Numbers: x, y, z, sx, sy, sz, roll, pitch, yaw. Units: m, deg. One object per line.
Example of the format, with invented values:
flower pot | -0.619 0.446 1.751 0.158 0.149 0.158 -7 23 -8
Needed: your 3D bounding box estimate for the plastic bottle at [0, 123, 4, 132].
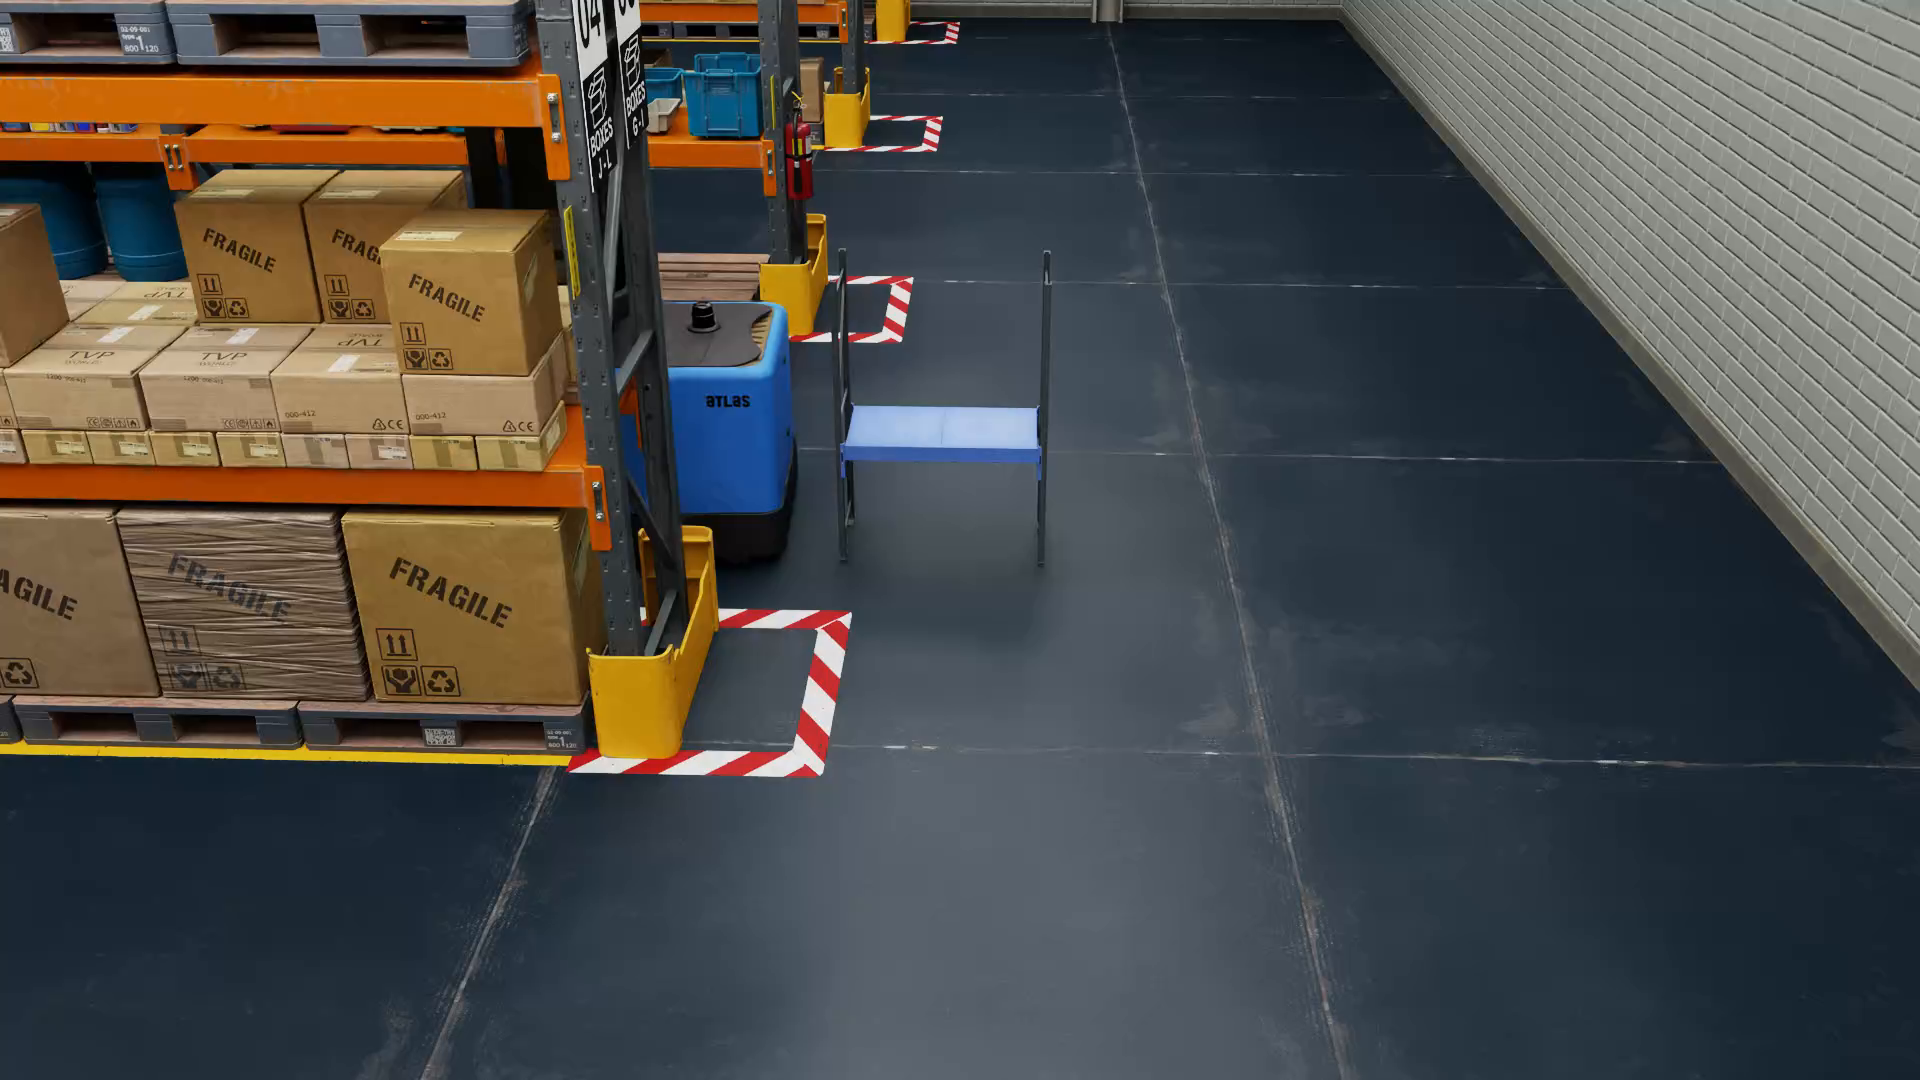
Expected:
plastic bottle | -6.466 -2.877 11.106 0.135 0.276 0.152 1 28 2

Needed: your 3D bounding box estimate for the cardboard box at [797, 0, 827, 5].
cardboard box | -1.473 -5.238 15.323 0.500 0.500 0.500 2 28 3

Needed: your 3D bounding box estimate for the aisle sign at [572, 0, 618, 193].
aisle sign | -1.308 -1.684 5.949 0.004 0.787 0.394 1 28 2

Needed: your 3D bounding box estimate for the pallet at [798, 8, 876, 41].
pallet | -1.646 -6.378 20.555 1.213 0.211 1.003 1 28 2

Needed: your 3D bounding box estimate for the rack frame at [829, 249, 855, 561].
rack frame | -0.593 -0.672 8.417 0.032 1.500 0.500 1 28 2

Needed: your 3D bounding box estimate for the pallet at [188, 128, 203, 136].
pallet | -7.050 -4.163 16.378 1.213 0.211 1.003 1 28 2

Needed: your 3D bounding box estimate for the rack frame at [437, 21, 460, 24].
rack frame | -5.013 -5.380 15.697 0.127 3.000 1.000 1 28 2

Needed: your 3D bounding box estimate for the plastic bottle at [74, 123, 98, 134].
plastic bottle | -5.830 -2.848 11.045 0.133 0.283 0.061 1 28 2

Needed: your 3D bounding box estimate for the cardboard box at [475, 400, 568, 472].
cardboard box | -1.736 -0.418 6.605 0.250 0.149 0.380 1 28 3

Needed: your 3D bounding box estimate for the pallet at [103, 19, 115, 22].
pallet | -10.836 -6.568 20.915 1.213 0.211 1.003 1 28 2

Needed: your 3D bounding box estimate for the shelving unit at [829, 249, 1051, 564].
shelving unit | -0.085 -0.664 8.401 1.048 1.500 0.538 1 28 2

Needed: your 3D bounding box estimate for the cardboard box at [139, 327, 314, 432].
cardboard box | -2.878 -0.643 6.604 0.500 0.250 0.500 0 28 0

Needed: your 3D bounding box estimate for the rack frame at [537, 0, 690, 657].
rack frame | -1.369 -0.677 6.825 0.127 3.000 1.000 1 28 2

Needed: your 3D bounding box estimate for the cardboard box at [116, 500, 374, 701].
cardboard box | -2.921 0.088 7.202 0.875 0.875 0.875 1 28 2

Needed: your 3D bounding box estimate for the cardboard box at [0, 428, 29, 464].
cardboard box | -3.787 -0.451 6.666 0.250 0.149 0.380 1 28 2

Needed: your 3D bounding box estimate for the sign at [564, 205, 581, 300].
sign | -1.402 -1.040 6.020 0.005 0.325 0.100 1 28 2

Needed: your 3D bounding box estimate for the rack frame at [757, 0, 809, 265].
rack frame | -1.194 -2.996 11.199 0.127 3.000 1.000 1 28 2

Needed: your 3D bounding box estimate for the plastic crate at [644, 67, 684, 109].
plastic crate | -2.087 -3.117 11.543 0.300 0.233 0.416 1 28 2

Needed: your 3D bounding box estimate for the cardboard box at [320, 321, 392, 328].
cardboard box | -2.359 -0.882 7.055 0.500 0.250 0.500 1 28 1

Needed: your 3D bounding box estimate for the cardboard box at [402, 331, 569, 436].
cardboard box | -1.863 -0.626 6.572 0.500 0.250 0.500 1 28 1

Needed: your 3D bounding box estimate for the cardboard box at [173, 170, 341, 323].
cardboard box | -2.857 -1.222 6.895 0.500 0.500 0.500 0 28 0

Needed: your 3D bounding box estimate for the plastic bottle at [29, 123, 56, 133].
plastic bottle | -6.122 -2.902 11.075 0.185 0.351 0.144 1 28 2

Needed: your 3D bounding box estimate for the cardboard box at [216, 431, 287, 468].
cardboard box | -2.757 -0.434 6.635 0.250 0.149 0.380 0 28 1

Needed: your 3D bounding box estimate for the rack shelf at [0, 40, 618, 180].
rack shelf | -3.368 -1.718 6.354 4.000 0.370 1.077 1 28 2

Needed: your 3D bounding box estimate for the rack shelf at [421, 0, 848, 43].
rack shelf | -3.014 -5.029 15.803 4.000 0.370 1.077 1 28 2

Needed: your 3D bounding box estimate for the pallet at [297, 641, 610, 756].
pallet | -2.171 0.578 7.434 1.213 0.211 1.003 1 28 2

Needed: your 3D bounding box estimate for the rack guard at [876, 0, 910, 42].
rack guard | -0.821 -6.528 20.531 0.348 0.500 1.175 1 28 2

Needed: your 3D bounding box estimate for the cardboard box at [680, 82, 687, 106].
cardboard box | -2.516 -4.217 15.969 0.500 0.250 0.500 1 28 2

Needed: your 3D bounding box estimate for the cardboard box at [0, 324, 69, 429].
cardboard box | -3.891 -0.662 6.639 0.500 0.250 0.500 2 28 3

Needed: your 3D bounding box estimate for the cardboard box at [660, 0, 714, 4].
cardboard box | -2.490 -5.256 15.356 0.500 0.500 0.500 1 28 2

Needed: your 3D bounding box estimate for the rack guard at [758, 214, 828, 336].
rack guard | -1.170 -1.897 11.795 0.348 0.500 1.175 1 28 2

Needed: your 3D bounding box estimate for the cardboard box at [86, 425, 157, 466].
cardboard box | -3.264 -0.444 6.652 0.250 0.149 0.380 1 28 3

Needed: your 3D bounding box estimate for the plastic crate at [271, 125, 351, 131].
plastic crate | -4.308 -2.985 11.045 0.583 0.464 0.402 1 28 2

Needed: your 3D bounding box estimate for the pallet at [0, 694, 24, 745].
pallet | -4.609 0.538 7.510 1.213 0.211 1.003 1 28 2

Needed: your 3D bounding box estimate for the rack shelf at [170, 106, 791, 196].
rack shelf | -3.193 -2.711 11.430 4.000 0.370 1.077 1 28 2

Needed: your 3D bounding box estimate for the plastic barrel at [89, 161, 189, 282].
plastic barrel | -5.735 -2.337 11.749 0.708 0.901 0.600 1 28 2

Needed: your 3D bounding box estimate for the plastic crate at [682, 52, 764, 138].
plastic crate | -1.535 -2.956 11.022 0.499 0.435 0.616 1 28 2

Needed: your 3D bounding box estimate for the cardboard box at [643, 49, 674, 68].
cardboard box | -3.135 -4.443 16.125 0.637 0.503 0.797 1 28 2

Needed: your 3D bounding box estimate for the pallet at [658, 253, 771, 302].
pallet | -2.017 -1.796 11.912 1.213 0.211 1.003 1 28 2

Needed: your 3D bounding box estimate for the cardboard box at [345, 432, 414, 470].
cardboard box | -2.248 -0.426 6.620 0.250 0.149 0.380 1 28 2

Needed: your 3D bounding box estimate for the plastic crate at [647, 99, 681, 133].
plastic crate | -2.016 -2.835 11.112 0.243 0.136 0.396 1 28 2

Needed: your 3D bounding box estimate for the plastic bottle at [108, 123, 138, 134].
plastic bottle | -5.597 -2.862 11.079 0.135 0.276 0.152 1 28 2

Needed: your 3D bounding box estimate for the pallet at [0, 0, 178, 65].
pallet | -3.333 -1.990 6.193 1.213 0.211 1.003 1 28 2

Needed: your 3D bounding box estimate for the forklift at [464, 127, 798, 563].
forklift | -2.413 -1.387 8.236 3.031 2.935 1.130 0 28 -1

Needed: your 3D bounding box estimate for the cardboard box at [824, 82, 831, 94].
cardboard box | -1.422 -4.417 16.454 0.250 0.149 0.380 1 28 2

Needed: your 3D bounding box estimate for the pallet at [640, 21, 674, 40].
pallet | -4.085 -6.418 20.632 1.213 0.211 1.003 1 28 2

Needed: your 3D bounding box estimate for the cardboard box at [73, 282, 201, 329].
cardboard box | -3.383 -0.899 7.085 0.500 0.250 0.500 0 28 1

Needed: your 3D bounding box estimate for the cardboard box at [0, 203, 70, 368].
cardboard box | -3.885 -0.994 6.465 0.500 0.500 0.500 0 28 0
